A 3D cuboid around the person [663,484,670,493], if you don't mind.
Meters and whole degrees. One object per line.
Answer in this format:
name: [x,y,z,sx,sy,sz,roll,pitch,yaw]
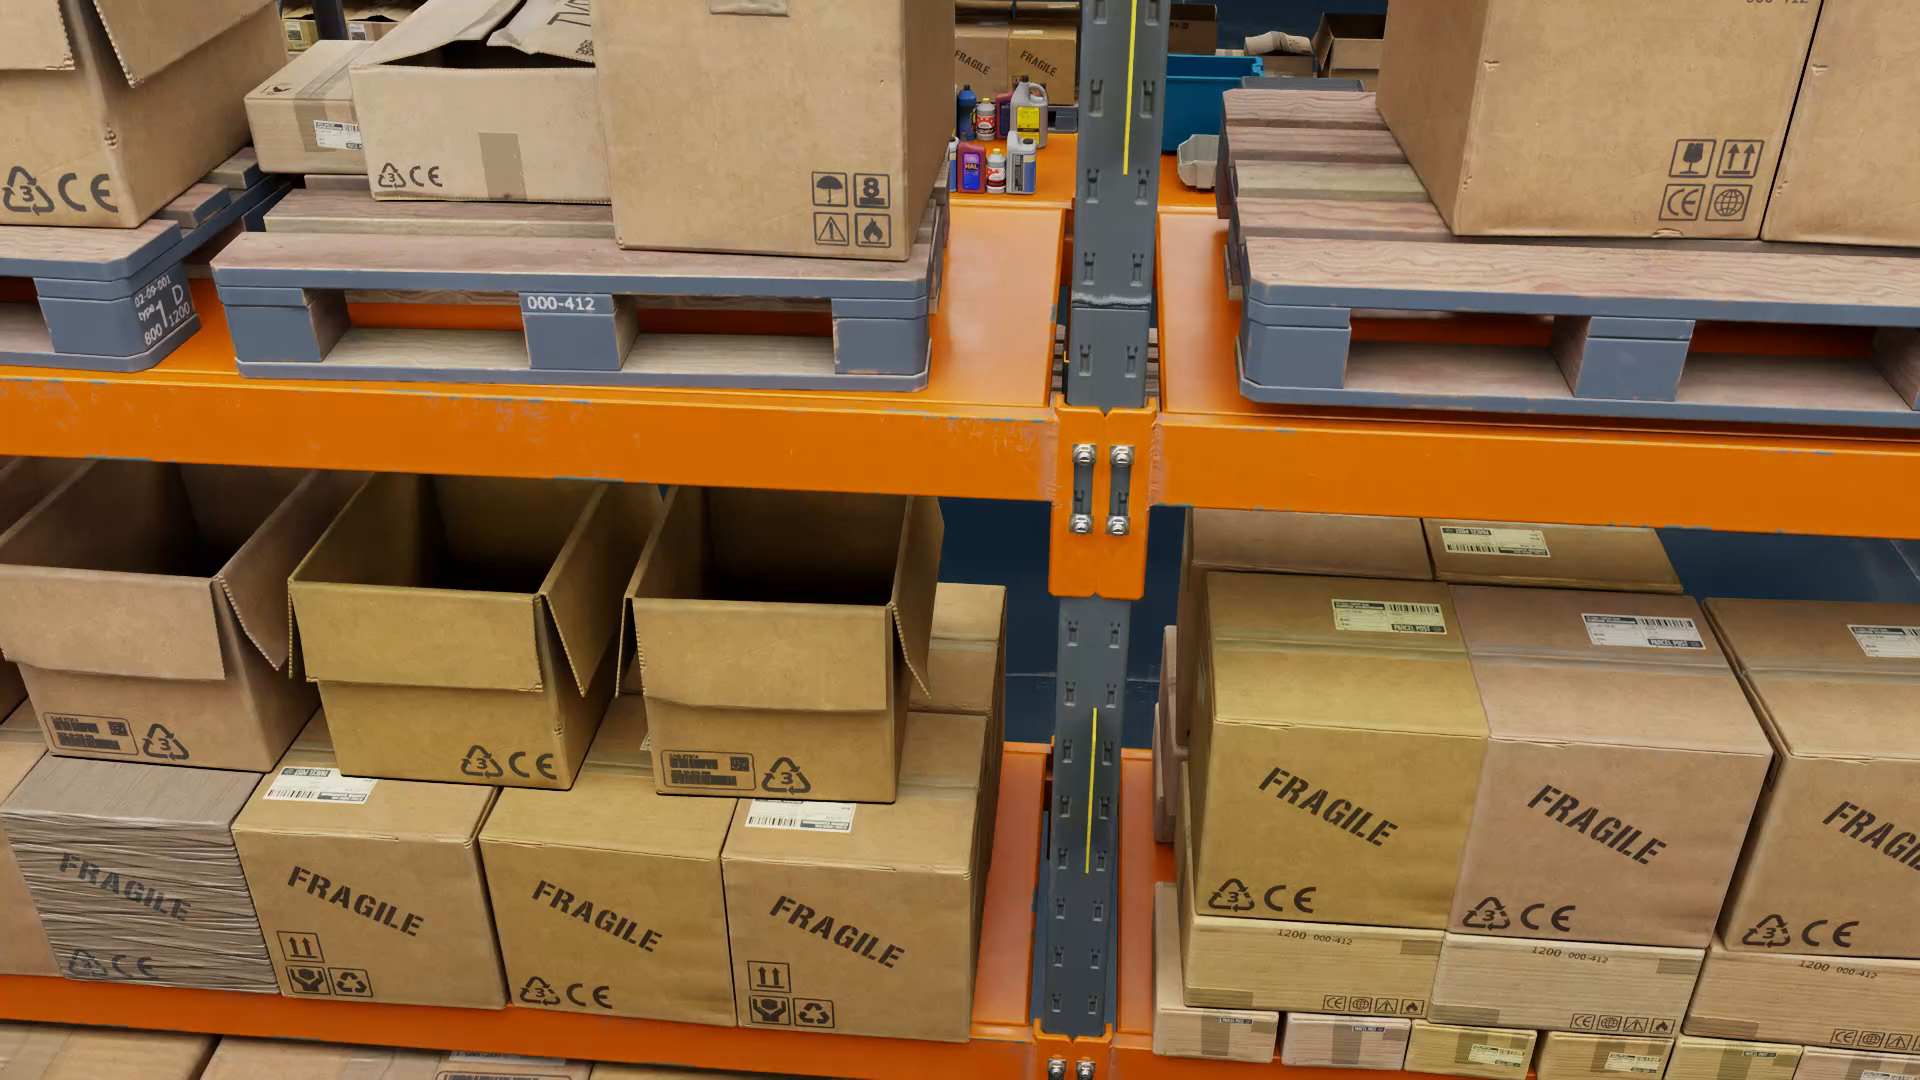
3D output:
person: [-1.091,-0.420,6.854,0.450,1.626,0.354,3,32,5]
